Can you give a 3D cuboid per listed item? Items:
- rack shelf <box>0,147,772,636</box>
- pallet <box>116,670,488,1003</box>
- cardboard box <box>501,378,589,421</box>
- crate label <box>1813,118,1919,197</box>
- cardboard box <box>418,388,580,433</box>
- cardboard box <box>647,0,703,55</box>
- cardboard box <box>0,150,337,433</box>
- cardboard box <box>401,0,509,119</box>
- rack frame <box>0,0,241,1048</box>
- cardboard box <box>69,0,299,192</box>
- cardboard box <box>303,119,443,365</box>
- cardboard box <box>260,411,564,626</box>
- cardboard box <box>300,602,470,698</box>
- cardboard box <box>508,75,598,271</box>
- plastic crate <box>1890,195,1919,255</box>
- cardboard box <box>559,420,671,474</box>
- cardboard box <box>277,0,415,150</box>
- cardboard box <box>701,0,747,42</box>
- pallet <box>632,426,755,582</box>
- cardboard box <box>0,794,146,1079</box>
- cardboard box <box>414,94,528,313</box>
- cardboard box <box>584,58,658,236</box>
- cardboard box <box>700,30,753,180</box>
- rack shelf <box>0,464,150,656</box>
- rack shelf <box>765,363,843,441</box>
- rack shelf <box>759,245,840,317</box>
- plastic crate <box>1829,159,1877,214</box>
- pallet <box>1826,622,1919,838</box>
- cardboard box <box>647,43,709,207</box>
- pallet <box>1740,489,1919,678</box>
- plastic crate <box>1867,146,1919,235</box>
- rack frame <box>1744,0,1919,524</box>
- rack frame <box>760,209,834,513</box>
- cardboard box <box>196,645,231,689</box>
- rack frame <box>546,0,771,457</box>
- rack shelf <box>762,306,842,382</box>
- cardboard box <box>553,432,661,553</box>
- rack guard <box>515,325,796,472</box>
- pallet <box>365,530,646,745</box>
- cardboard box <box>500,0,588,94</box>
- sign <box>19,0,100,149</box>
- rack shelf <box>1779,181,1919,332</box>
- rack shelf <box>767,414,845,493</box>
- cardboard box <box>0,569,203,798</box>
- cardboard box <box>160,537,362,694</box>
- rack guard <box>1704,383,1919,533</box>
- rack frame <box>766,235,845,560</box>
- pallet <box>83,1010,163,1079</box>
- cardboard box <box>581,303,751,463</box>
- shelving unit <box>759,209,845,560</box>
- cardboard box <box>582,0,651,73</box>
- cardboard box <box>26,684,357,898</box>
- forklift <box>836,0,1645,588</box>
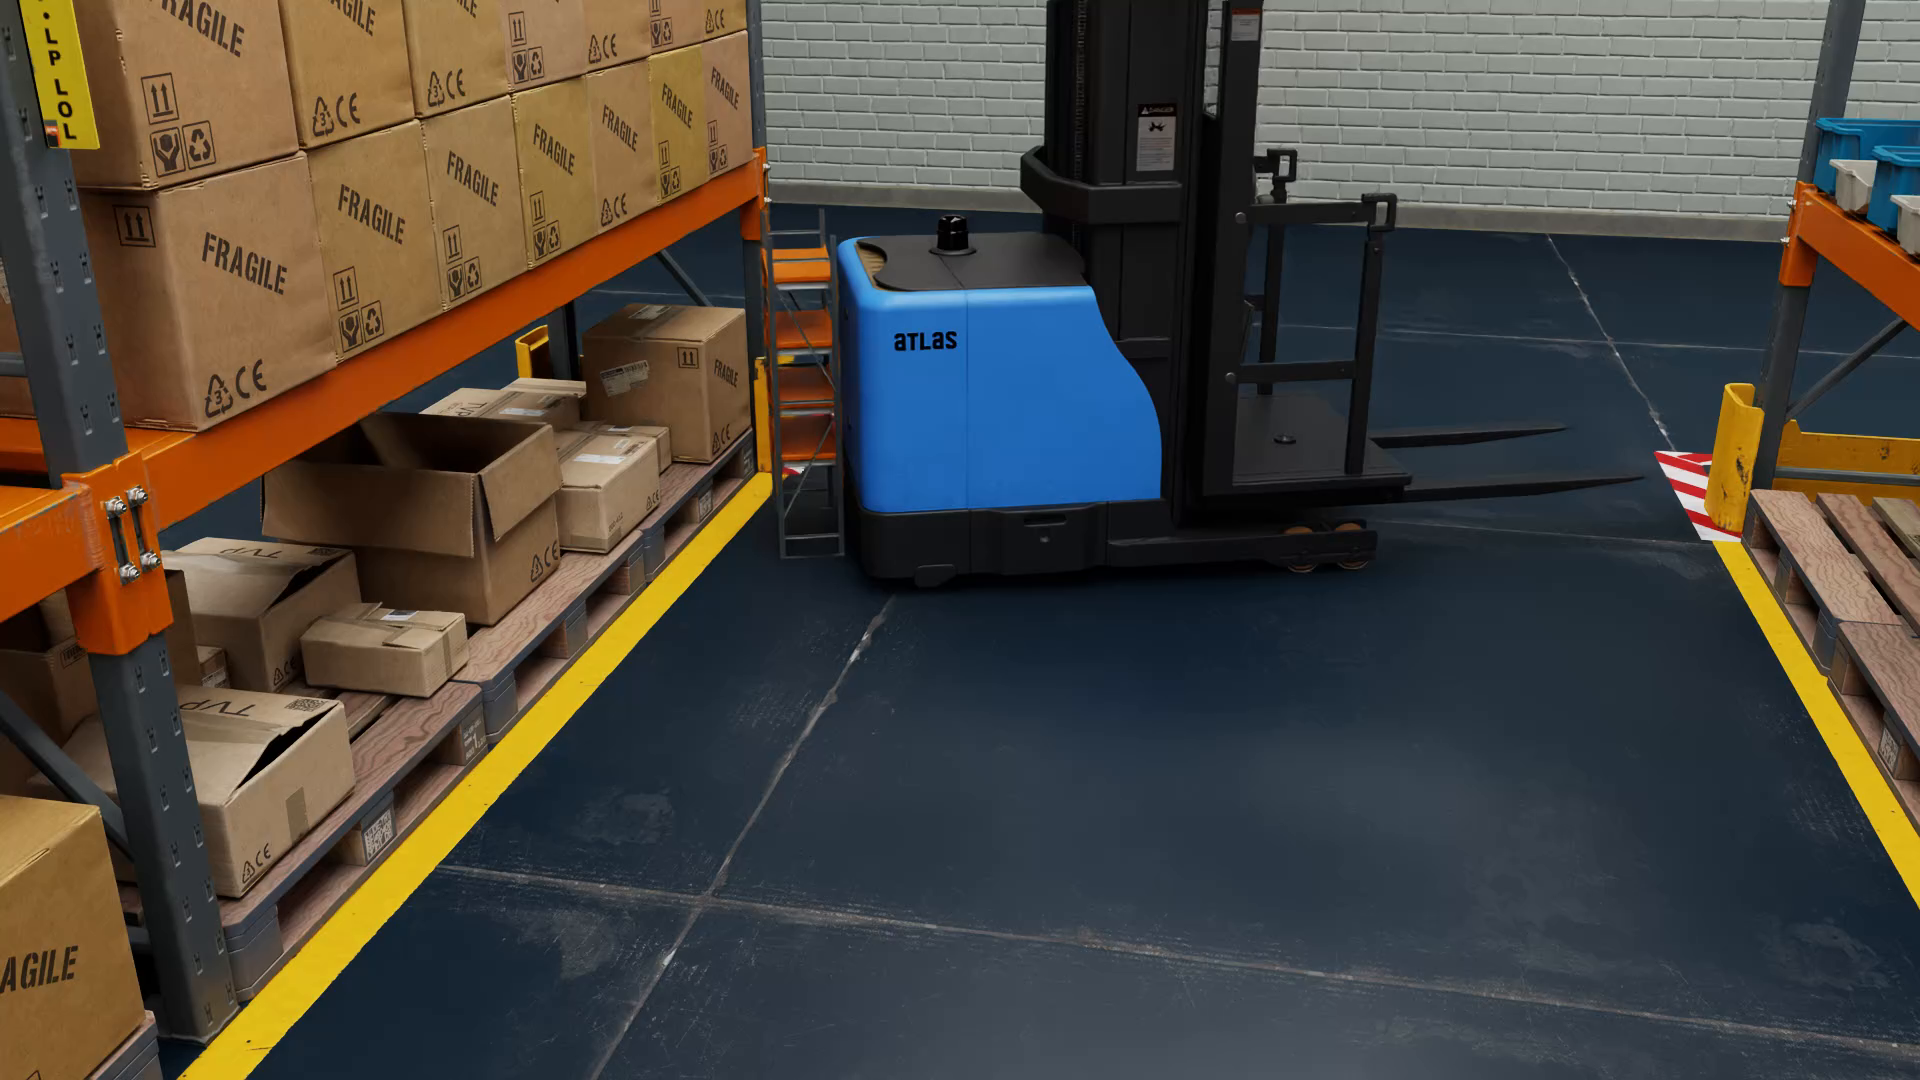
[{"bbox_3d":[-1.705,-0.747,5.155,1.077,0.370,4.000,4,22,11],"label":"rack shelf"},{"bbox_3d":[-1.972,0.694,4.349,1.003,0.211,1.213,4,22,11],"label":"pallet"},{"bbox_3d":[-1.719,-0.566,6.972,0.380,0.149,0.250,4,22,11],"label":"cardboard box"},{"bbox_3d":[3.178,-1.318,5.754,0.416,0.233,0.303,4,22,11],"label":"crate label"},{"bbox_3d":[-1.788,-0.380,6.374,0.500,0.250,0.500,4,22,11],"label":"cardboard box"},{"bbox_3d":[-1.221,-1.953,5.716,0.500,0.500,0.500,5,22,12],"label":"cardboard box"},{"bbox_3d":[-1.743,-0.561,3.597,0.500,0.500,0.500,5,22,12],"label":"cardboard box"},{"bbox_3d":[-1.532,-1.387,4.309,0.500,0.500,0.500,4,22,9],"label":"cardboard box"},{"bbox_3d":[-2.113,-0.349,3.205,1.000,3.000,0.127,4,22,11],"label":"rack frame"},{"bbox_3d":[-1.742,-1.010,3.374,0.500,0.500,0.500,5,22,12],"label":"cardboard box"},{"bbox_3d":[-1.641,-0.748,4.063,0.500,0.500,0.500,5,22,12],"label":"cardboard box"},{"bbox_3d":[-1.735,-0.082,5.296,0.797,0.503,0.637,4,22,11],"label":"cardboard box"},{"bbox_3d":[-1.649,0.307,4.779,0.380,0.166,0.250,4,22,11],"label":"cardboard box"},{"bbox_3d":[-1.435,-1.117,4.979,0.500,0.500,0.500,4,22,10],"label":"cardboard box"},{"bbox_3d":[2.894,-0.914,4.880,0.250,0.136,0.298,4,22,11],"label":"plastic crate"},{"bbox_3d":[-1.338,-0.343,6.393,0.380,0.166,0.250,4,22,11],"label":"cardboard box"},{"bbox_3d":[-1.637,-1.199,3.842,0.500,0.500,0.500,4,22,9],"label":"cardboard box"},{"bbox_3d":[-1.119,-2.138,6.175,0.500,0.500,0.500,4,22,10],"label":"cardboard box"},{"bbox_3d":[-1.474,-0.199,6.565,1.003,0.211,1.213,4,22,11],"label":"pallet"},{"bbox_3d":[-1.934,0.809,3.087,0.500,0.500,0.500,4,22,11],"label":"cardboard box"},{"bbox_3d":[-1.537,-0.931,4.517,0.500,0.500,0.500,4,22,11],"label":"cardboard box"},{"bbox_3d":[-1.332,-1.301,5.436,0.500,0.500,0.500,5,22,11],"label":"cardboard box"},{"bbox_3d":[-1.122,-1.674,6.360,0.500,0.500,0.500,5,23,13],"label":"cardboard box"},{"bbox_3d":[-2.522,0.716,1.523,1.077,0.370,4.000,4,22,11],"label":"rack shelf"},{"bbox_3d":[-0.587,-0.521,6.220,0.258,0.148,0.480,-3,22,-8],"label":"rack shelf"},{"bbox_3d":[-0.588,-0.947,6.048,0.258,0.148,0.480,-3,22,-8],"label":"rack shelf"},{"bbox_3d":[3.032,-1.162,5.496,0.250,0.136,0.298,4,22,11],"label":"plastic crate"},{"bbox_3d":[3.094,0.604,4.571,1.003,0.211,1.213,4,22,11],"label":"pallet"},{"bbox_3d":[-1.225,-1.484,5.888,0.500,0.500,0.500,5,22,11],"label":"cardboard box"},{"bbox_3d":[3.345,0.159,5.675,1.003,0.211,1.213,4,22,11],"label":"pallet"},{"bbox_3d":[3.044,-1.077,5.156,0.416,0.233,0.300,4,22,11],"label":"plastic crate"},{"bbox_3d":[3.551,-1.433,5.896,1.000,3.000,0.127,4,22,11],"label":"rack frame"},{"bbox_3d":[-0.625,-0.673,6.418,0.240,1.200,0.015,-3,22,-8],"label":"rack frame"},{"bbox_3d":[-2.257,0.398,4.578,0.380,0.149,0.250,4,22,11],"label":"cardboard box"},{"bbox_3d":[-1.297,-1.812,6.837,1.000,3.000,0.127,4,22,11],"label":"rack frame"},{"bbox_3d":[-0.587,-0.728,6.136,0.258,0.148,0.480,-3,22,-8],"label":"rack shelf"},{"bbox_3d":[-1.390,-0.178,5.871,0.500,0.250,0.500,4,22,11],"label":"cardboard box"},{"bbox_3d":[-1.313,-0.624,7.235,1.175,0.500,0.348,4,22,11],"label":"rack guard"},{"bbox_3d":[-1.726,0.246,5.460,1.003,0.211,1.213,4,22,11],"label":"pallet"},{"bbox_3d":[-1.427,-1.576,4.778,0.500,0.500,0.500,5,23,13],"label":"cardboard box"},{"bbox_3d":[-1.569,-0.845,2.886,0.100,0.325,0.005,4,22,11],"label":"sign"},{"bbox_3d":[3.143,-0.368,4.214,1.077,0.370,4.000,4,22,11],"label":"rack shelf"},{"bbox_3d":[-0.587,-0.336,6.294,0.258,0.148,0.480,-3,22,-8],"label":"rack shelf"},{"bbox_3d":[-2.275,0.377,4.160,0.500,0.500,0.500,4,22,11],"label":"cardboard box"},{"bbox_3d":[-2.122,0.190,4.877,0.500,0.311,0.500,4,22,11],"label":"cardboard box"},{"bbox_3d":[3.543,-0.283,6.387,1.175,0.500,0.348,4,22,11],"label":"rack guard"},{"bbox_3d":[-0.550,-0.493,5.971,0.240,1.200,0.015,-3,22,-8],"label":"rack frame"},{"bbox_3d":[-2.242,1.245,2.980,1.003,0.211,1.213,4,22,11],"label":"pallet"},{"bbox_3d":[-1.167,-0.639,6.681,0.500,0.500,0.500,4,22,11],"label":"cardboard box"},{"bbox_3d":[-0.587,-0.583,6.195,0.258,1.200,0.503,-3,22,-8],"label":"shelving unit"},{"bbox_3d":[-1.322,-1.763,5.245,0.500,0.500,0.500,5,22,12],"label":"cardboard box"},{"bbox_3d":[-1.816,0.557,3.965,0.500,0.311,0.500,4,22,11],"label":"cardboard box"},{"bbox_3d":[1.077,-1.432,5.985,3.031,2.935,1.130,-3,22,-8],"label":"forklift"}]
